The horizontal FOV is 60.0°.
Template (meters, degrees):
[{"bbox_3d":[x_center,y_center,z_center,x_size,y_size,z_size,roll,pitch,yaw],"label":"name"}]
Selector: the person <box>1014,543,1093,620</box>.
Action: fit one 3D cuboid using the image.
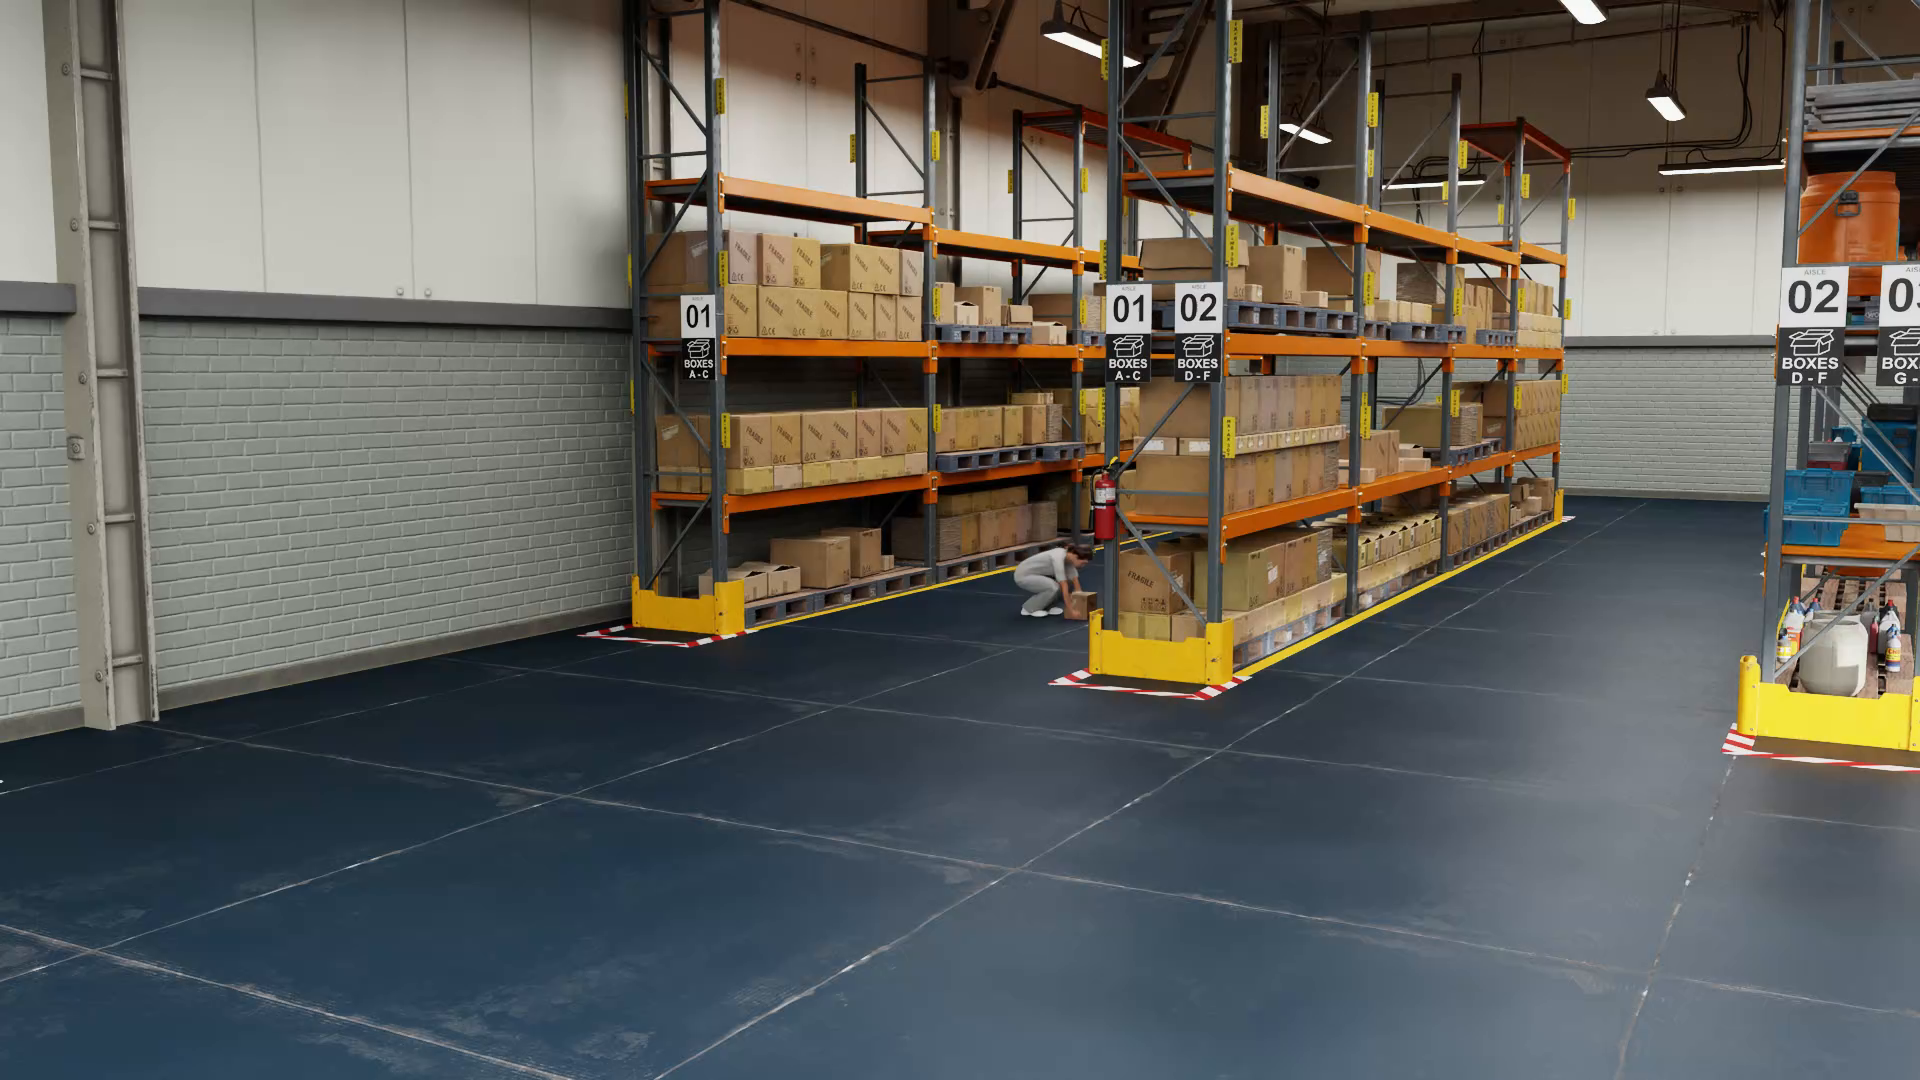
[{"bbox_3d":[0.955,0.418,16.953,0.819,0.812,0.466,3,7,28],"label":"person"}]
